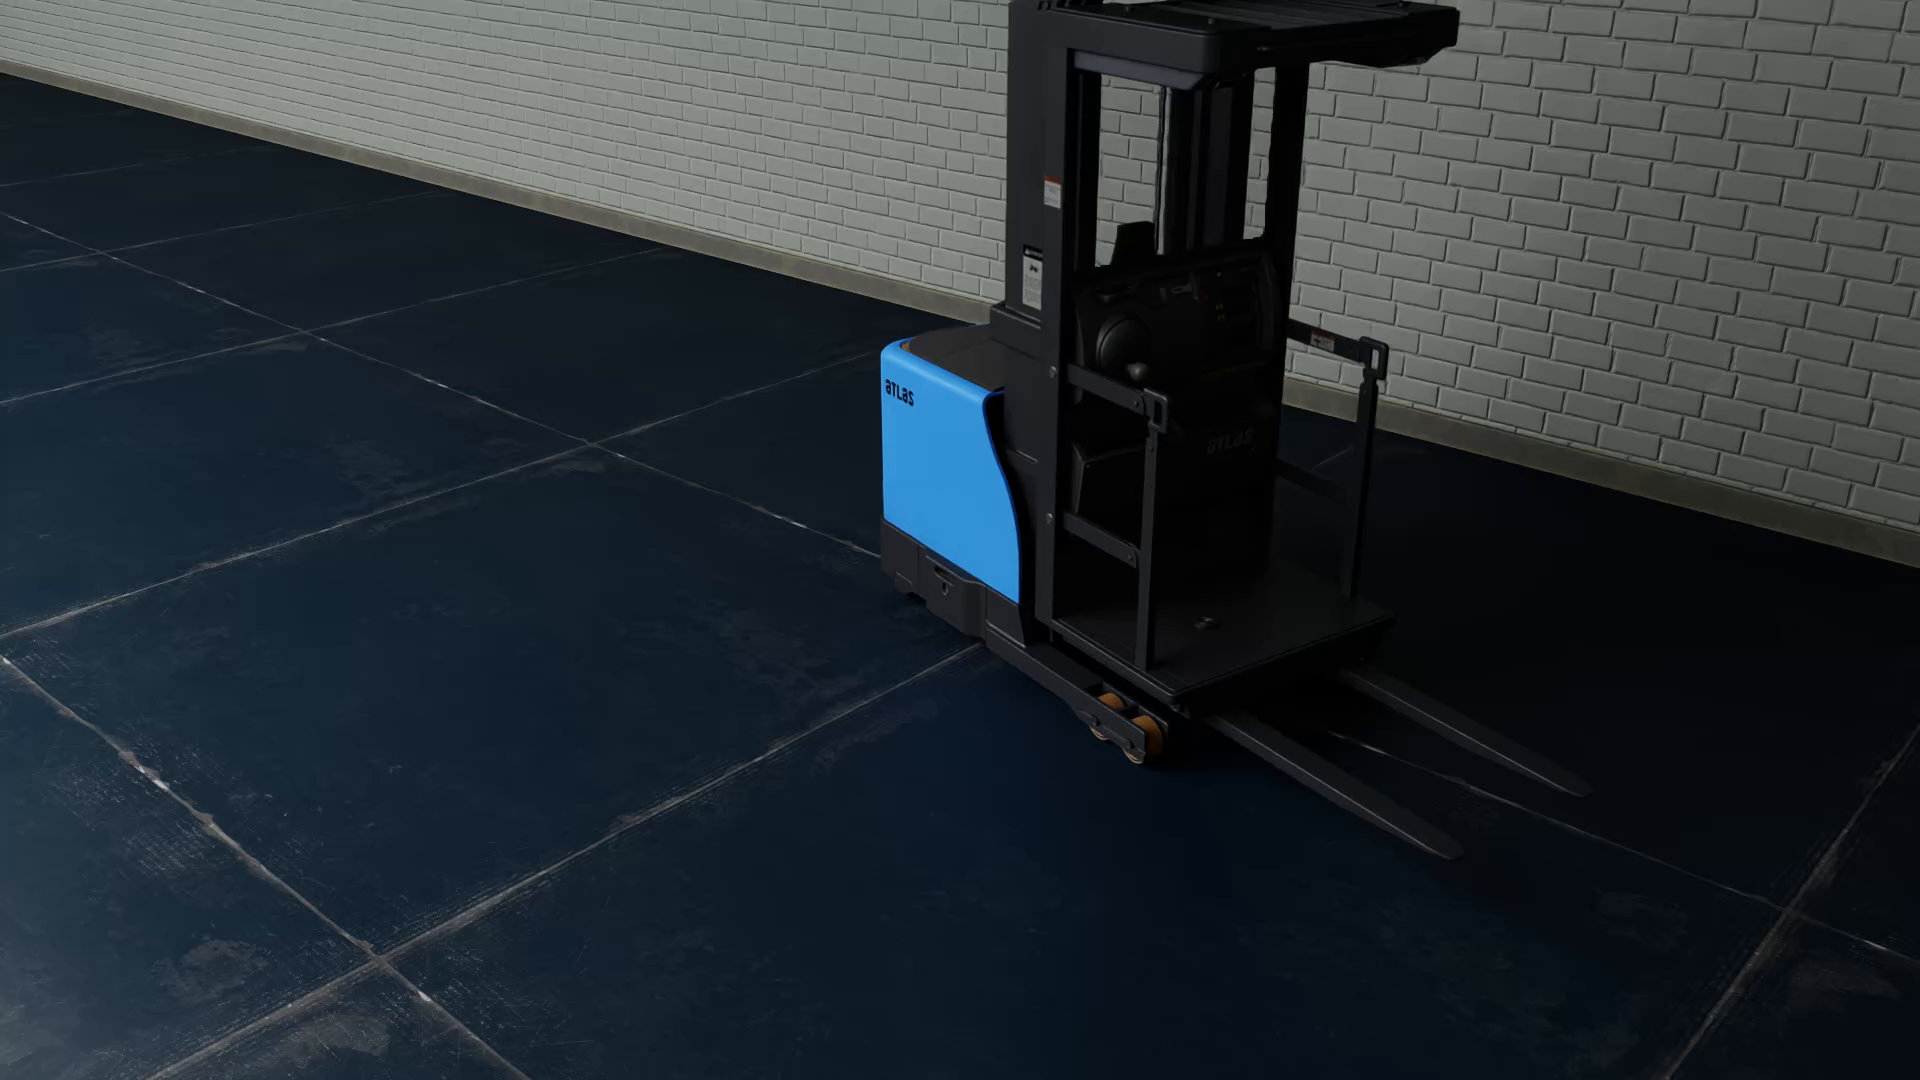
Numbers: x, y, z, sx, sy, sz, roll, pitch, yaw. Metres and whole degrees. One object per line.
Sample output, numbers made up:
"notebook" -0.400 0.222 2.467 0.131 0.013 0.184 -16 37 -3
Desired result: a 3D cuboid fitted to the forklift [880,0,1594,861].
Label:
"forklift" 0.898 -0.772 5.752 1.130 2.935 3.031 -15 28 -31
